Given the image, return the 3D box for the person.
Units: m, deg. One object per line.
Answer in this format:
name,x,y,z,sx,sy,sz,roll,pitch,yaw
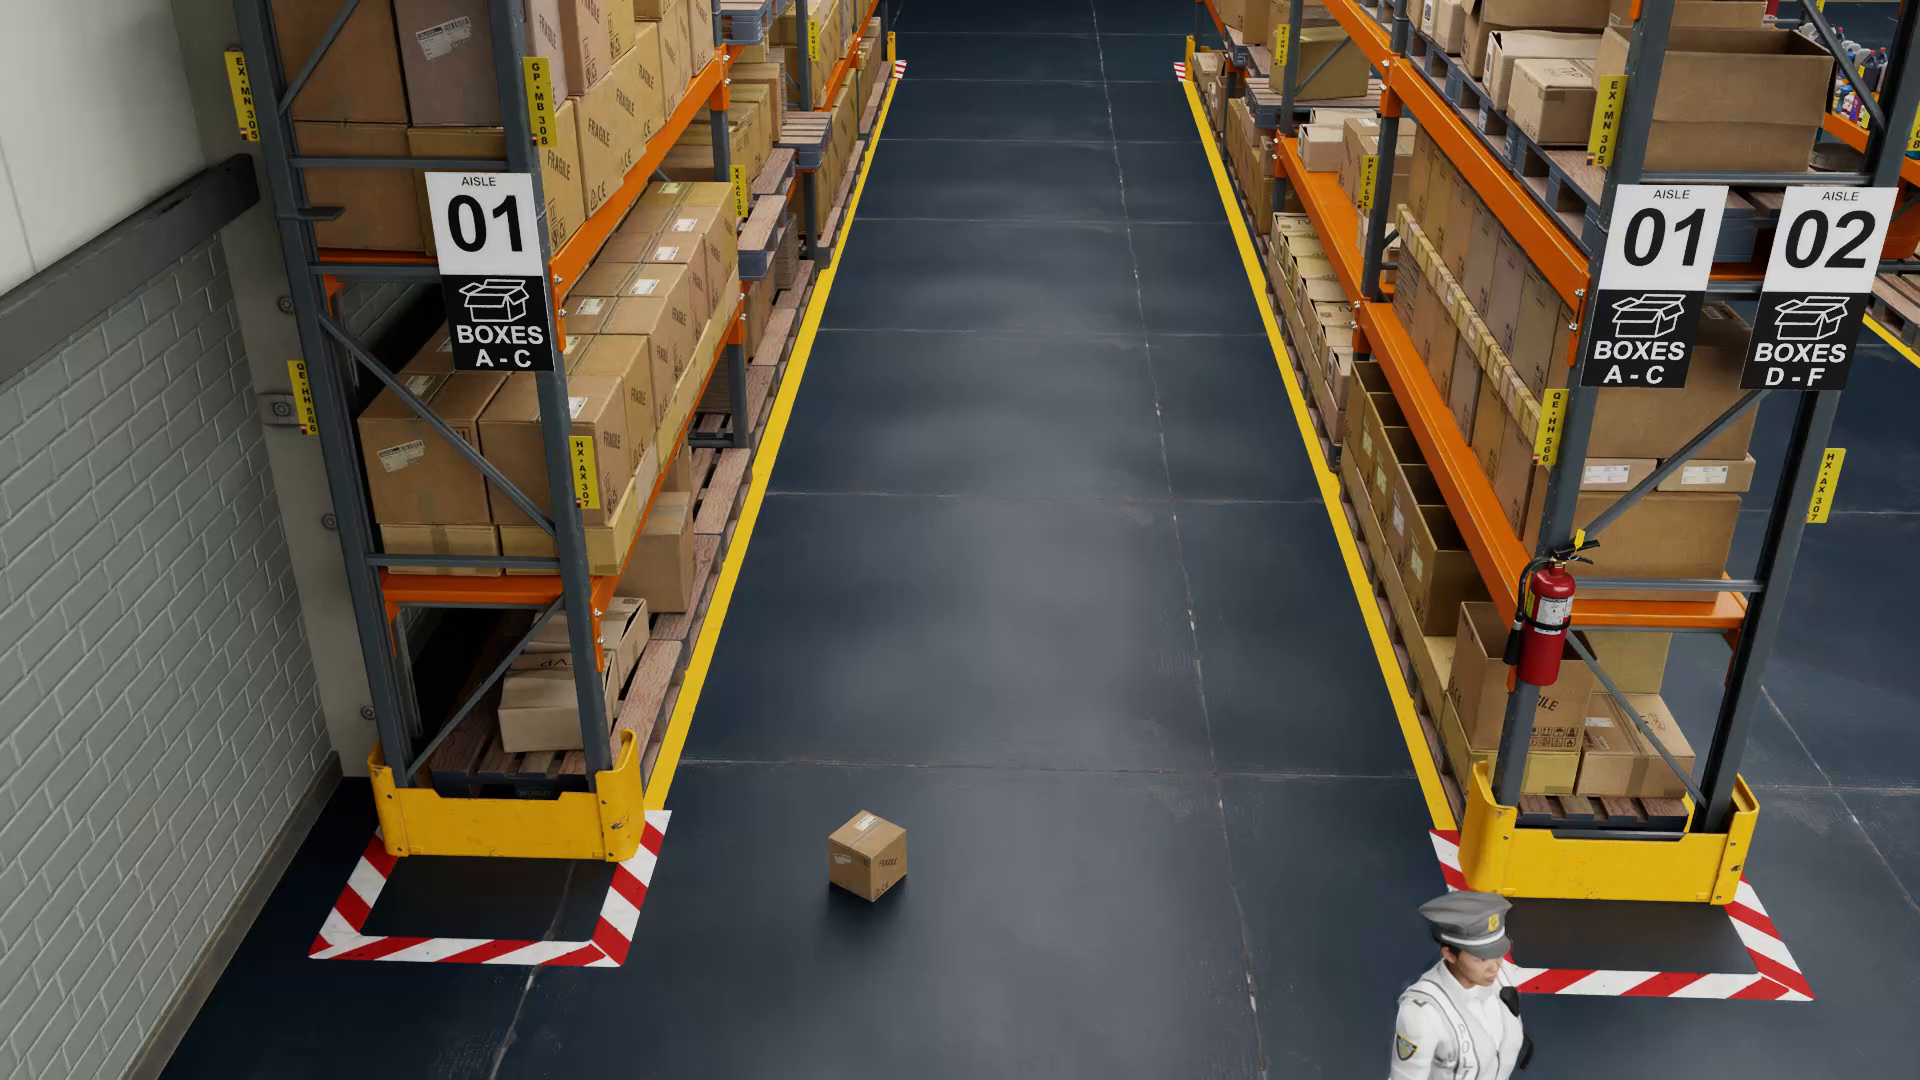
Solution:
person,1.527,1.405,5.013,0.367,0.832,0.341,-21,34,-33
